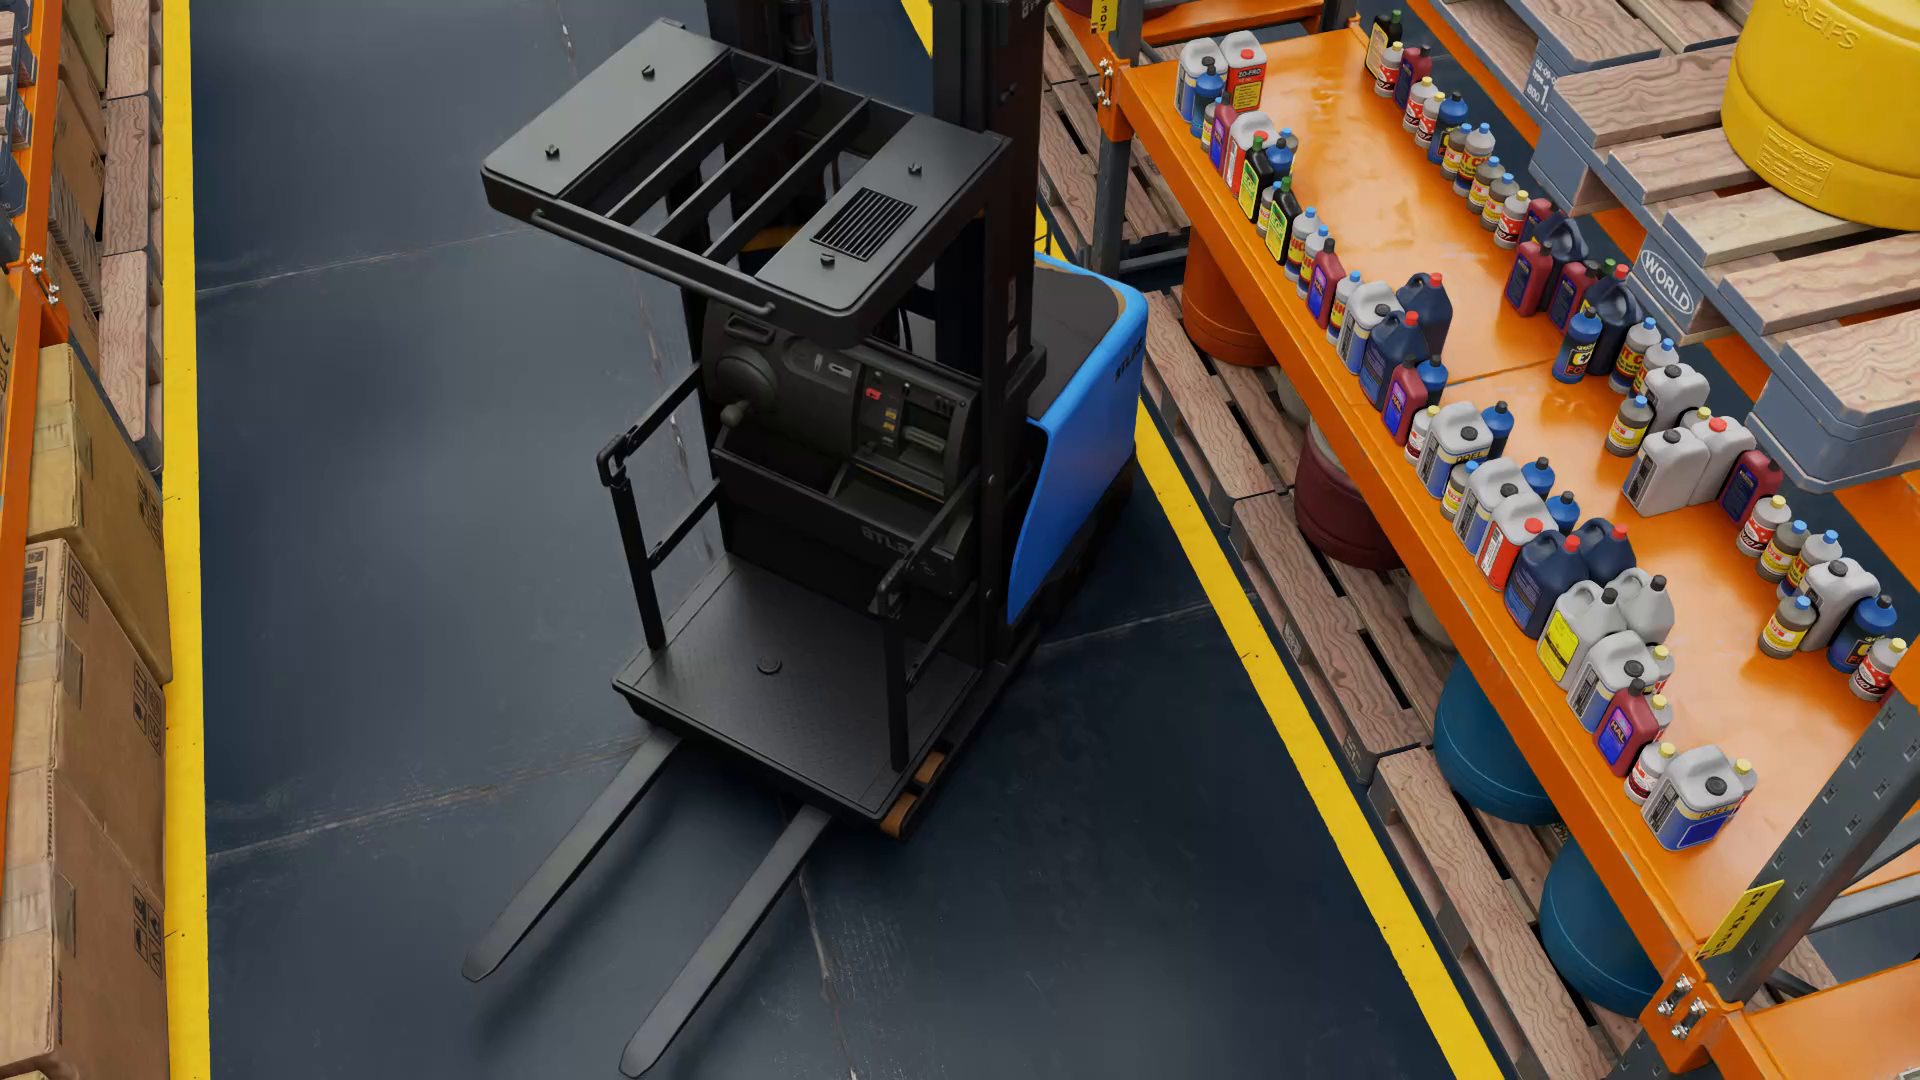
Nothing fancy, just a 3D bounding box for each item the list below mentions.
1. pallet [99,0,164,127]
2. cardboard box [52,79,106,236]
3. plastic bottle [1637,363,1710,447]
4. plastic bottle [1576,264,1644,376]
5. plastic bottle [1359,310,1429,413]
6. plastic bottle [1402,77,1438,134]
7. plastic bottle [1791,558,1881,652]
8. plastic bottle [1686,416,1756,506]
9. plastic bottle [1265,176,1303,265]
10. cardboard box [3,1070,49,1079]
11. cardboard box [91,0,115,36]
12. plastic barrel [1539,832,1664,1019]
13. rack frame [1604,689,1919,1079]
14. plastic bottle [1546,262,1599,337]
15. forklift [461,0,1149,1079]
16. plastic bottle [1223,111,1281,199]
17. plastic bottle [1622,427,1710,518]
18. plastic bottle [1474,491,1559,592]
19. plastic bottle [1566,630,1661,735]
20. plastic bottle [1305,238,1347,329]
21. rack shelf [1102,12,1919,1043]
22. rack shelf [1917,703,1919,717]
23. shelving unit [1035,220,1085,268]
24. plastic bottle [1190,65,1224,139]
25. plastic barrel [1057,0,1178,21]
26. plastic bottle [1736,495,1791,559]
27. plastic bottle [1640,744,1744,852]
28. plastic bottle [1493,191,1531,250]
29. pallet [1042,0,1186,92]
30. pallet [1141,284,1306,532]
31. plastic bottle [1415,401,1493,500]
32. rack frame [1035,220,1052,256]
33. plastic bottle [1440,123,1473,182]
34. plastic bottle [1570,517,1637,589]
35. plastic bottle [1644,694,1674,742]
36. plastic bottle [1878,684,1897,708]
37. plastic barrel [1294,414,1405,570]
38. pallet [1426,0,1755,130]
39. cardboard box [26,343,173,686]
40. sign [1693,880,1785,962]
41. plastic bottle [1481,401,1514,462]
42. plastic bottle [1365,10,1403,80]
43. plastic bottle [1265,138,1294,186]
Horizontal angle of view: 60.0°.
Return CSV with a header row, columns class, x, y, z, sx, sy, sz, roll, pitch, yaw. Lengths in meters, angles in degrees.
class,x,y,z,sx,sy,sz,roll,pitch,yaw
pallet,-4.617,-2.444,8.462,1.003,0.211,1.213,-13,51,-11
cardboard box,-4.234,-1.625,7.295,0.700,0.500,0.500,-9,51,-8
plastic bottle,2.133,-0.417,5.011,0.152,0.276,0.135,-13,51,-11
plastic bottle,2.032,-0.701,5.201,0.144,0.351,0.185,-13,51,-11
plastic bottle,1.338,-0.574,5.094,0.144,0.351,0.185,-13,51,-11
plastic bottle,1.678,-1.589,6.047,0.097,0.201,0.097,0,50,0
plastic bottle,2.367,0.161,4.523,0.152,0.276,0.135,-13,51,-11
plastic bottle,2.202,-0.248,4.868,0.152,0.276,0.135,-13,51,-11
plastic bottle,1.086,-1.068,5.554,0.061,0.283,0.133,-13,51,-11
cardboard box,-2.691,2.019,3.991,1.225,0.875,0.875,-13,51,-11
cardboard box,-4.688,-2.793,8.280,0.700,0.500,0.500,-17,52,-14
plastic barrel,2.104,0.952,4.873,0.600,0.901,0.708,-13,51,-11
rack frame,2.249,0.812,3.893,1.000,3.000,0.127,-13,51,-11
plastic bottle,1.967,-0.791,5.321,0.061,0.283,0.133,-13,51,-11
forklift,-0.490,-0.338,4.908,1.130,2.935,3.031,24,54,19
plastic bottle,1.022,-1.342,5.790,0.152,0.276,0.135,-13,51,-11
plastic bottle,2.056,-0.214,4.839,0.152,0.276,0.135,-13,51,-11
plastic bottle,1.566,0.002,4.657,0.152,0.276,0.135,-13,51,-11
plastic bottle,1.715,0.371,4.346,0.152,0.276,0.135,-13,51,-11
plastic bottle,1.183,-0.828,5.352,0.061,0.283,0.133,-13,51,-11
rack shelf,1.657,-0.416,5.399,1.077,0.370,4.000,-13,51,-11
rack shelf,2.840,1.538,1.790,1.077,0.370,4.000,-13,51,-11
shelving unit,0.314,-0.823,6.645,0.258,0.900,0.210,-28,55,-22
plastic bottle,0.893,-1.588,6.000,0.097,0.271,0.097,0,50,0
plastic barrel,0.639,-2.423,6.532,0.600,0.536,0.708,-13,51,-11
plastic bottle,2.302,-0.048,4.748,0.097,0.201,0.097,0,50,0
plastic bottle,1.823,0.638,4.121,0.152,0.276,0.135,-13,51,-11
plastic bottle,1.879,-1.091,5.628,0.097,0.201,0.097,0,50,0
pallet,0.516,-2.674,8.656,1.003,0.211,1.213,-13,51,-11
pallet,1.339,-0.644,6.944,1.003,0.211,1.213,-13,51,-11
plastic bottle,1.458,-0.265,4.882,0.152,0.276,0.135,-13,51,-11
rack frame,0.255,-0.887,6.698,0.240,0.900,0.006,-28,55,-22
plastic bottle,1.764,-1.376,5.868,0.097,0.201,0.097,0,50,0
plastic bottle,1.747,0.063,4.557,0.144,0.351,0.185,-13,51,-11
plastic bottle,1.781,0.472,4.310,0.097,0.201,0.097,0,50,0
plastic bottle,2.508,0.388,4.327,0.061,0.283,0.133,-13,51,-11
plastic barrel,1.561,-0.289,6.124,0.600,0.588,0.708,-13,51,-11
pallet,1.585,-1.472,3.980,1.003,0.211,1.213,-13,51,-11
cardboard box,-3.482,0.069,5.635,1.225,0.875,0.875,-15,52,-13
sign,1.722,0.846,3.683,0.100,0.325,0.005,-13,51,-11
plastic bottle,1.571,-0.305,4.919,0.097,0.271,0.097,0,50,0
plastic bottle,1.593,-1.872,6.233,0.061,0.283,0.133,-13,51,-11
plastic bottle,1.088,-1.263,5.727,0.097,0.271,0.097,0,50,0
